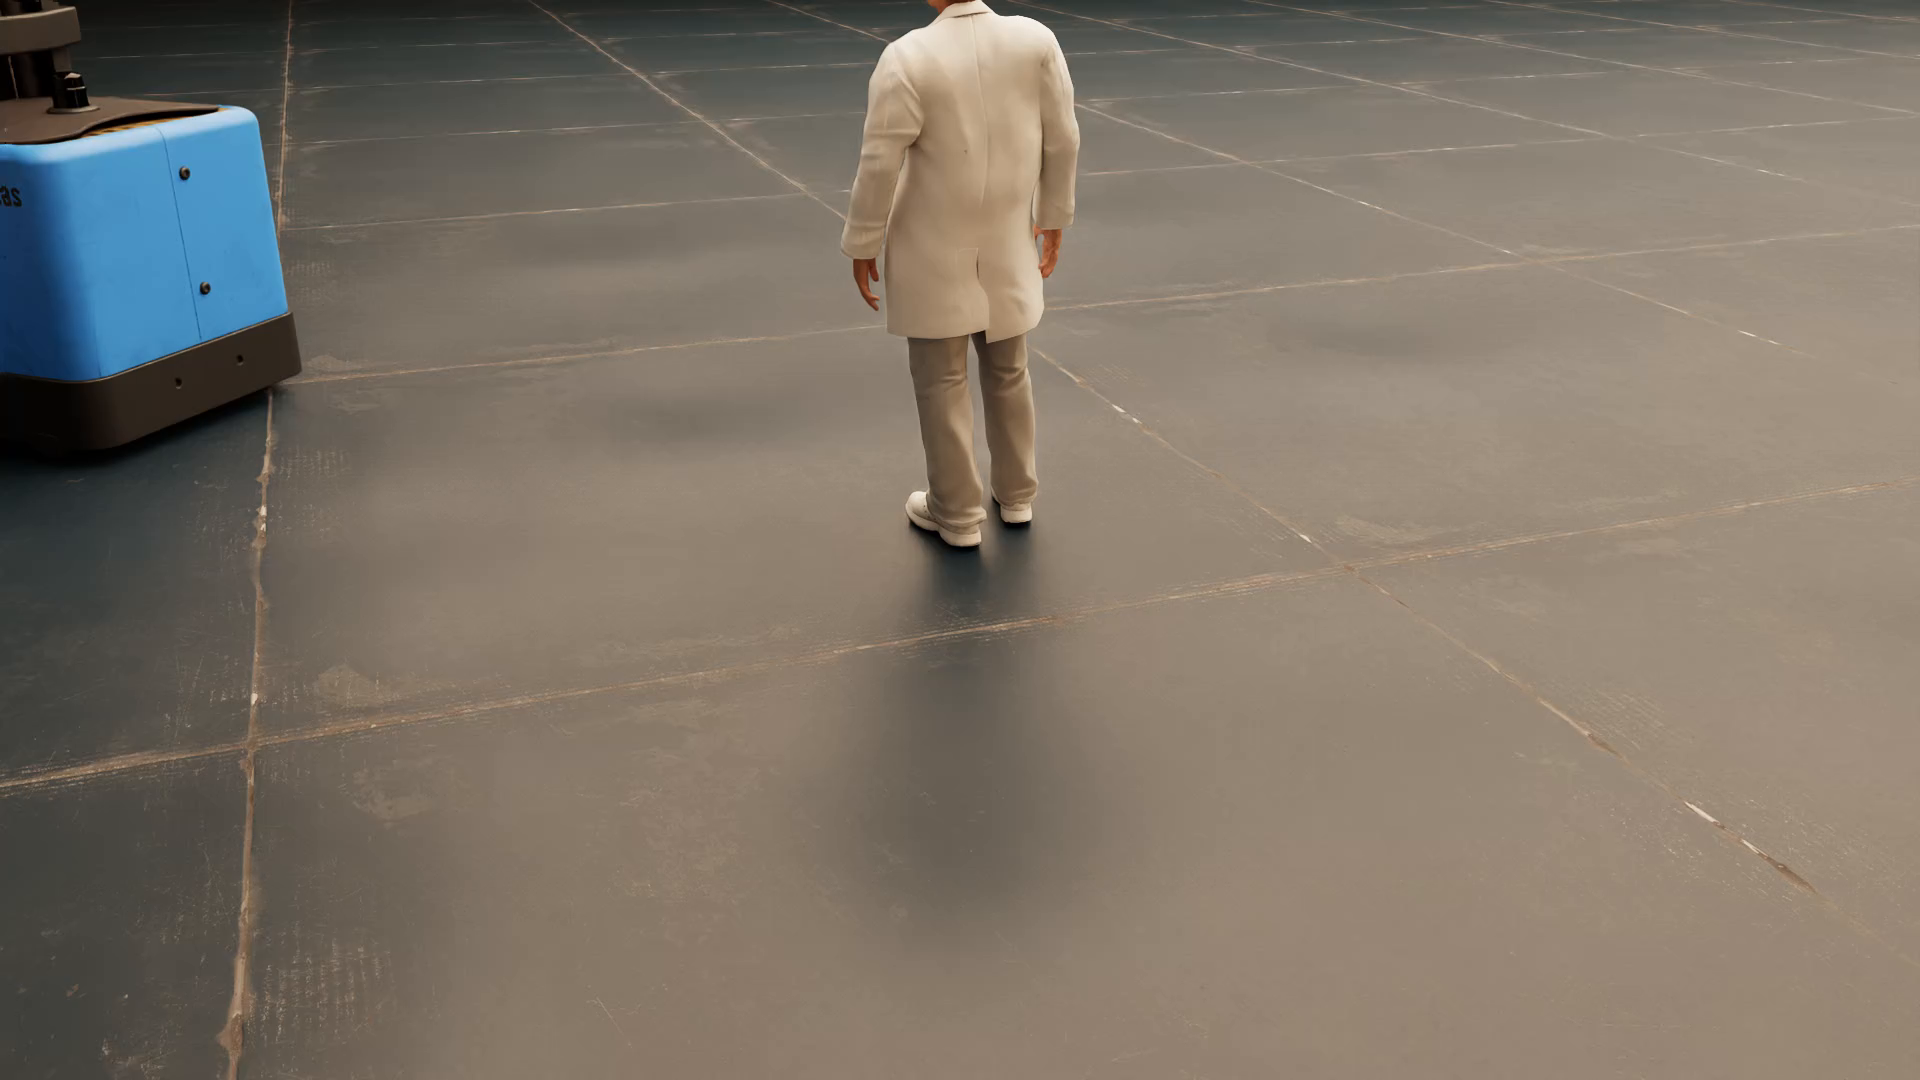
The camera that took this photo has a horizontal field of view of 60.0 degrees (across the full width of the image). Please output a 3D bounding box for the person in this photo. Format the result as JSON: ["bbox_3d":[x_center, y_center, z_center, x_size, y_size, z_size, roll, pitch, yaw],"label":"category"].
[{"bbox_3d":[-0.027,-0.859,4.812,0.694,1.775,0.581,-8,24,-18],"label":"person"}]

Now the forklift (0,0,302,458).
[{"bbox_3d":[-4.123,-1.967,5.976,3.031,2.935,1.130,8,24,18],"label":"forklift"}]
